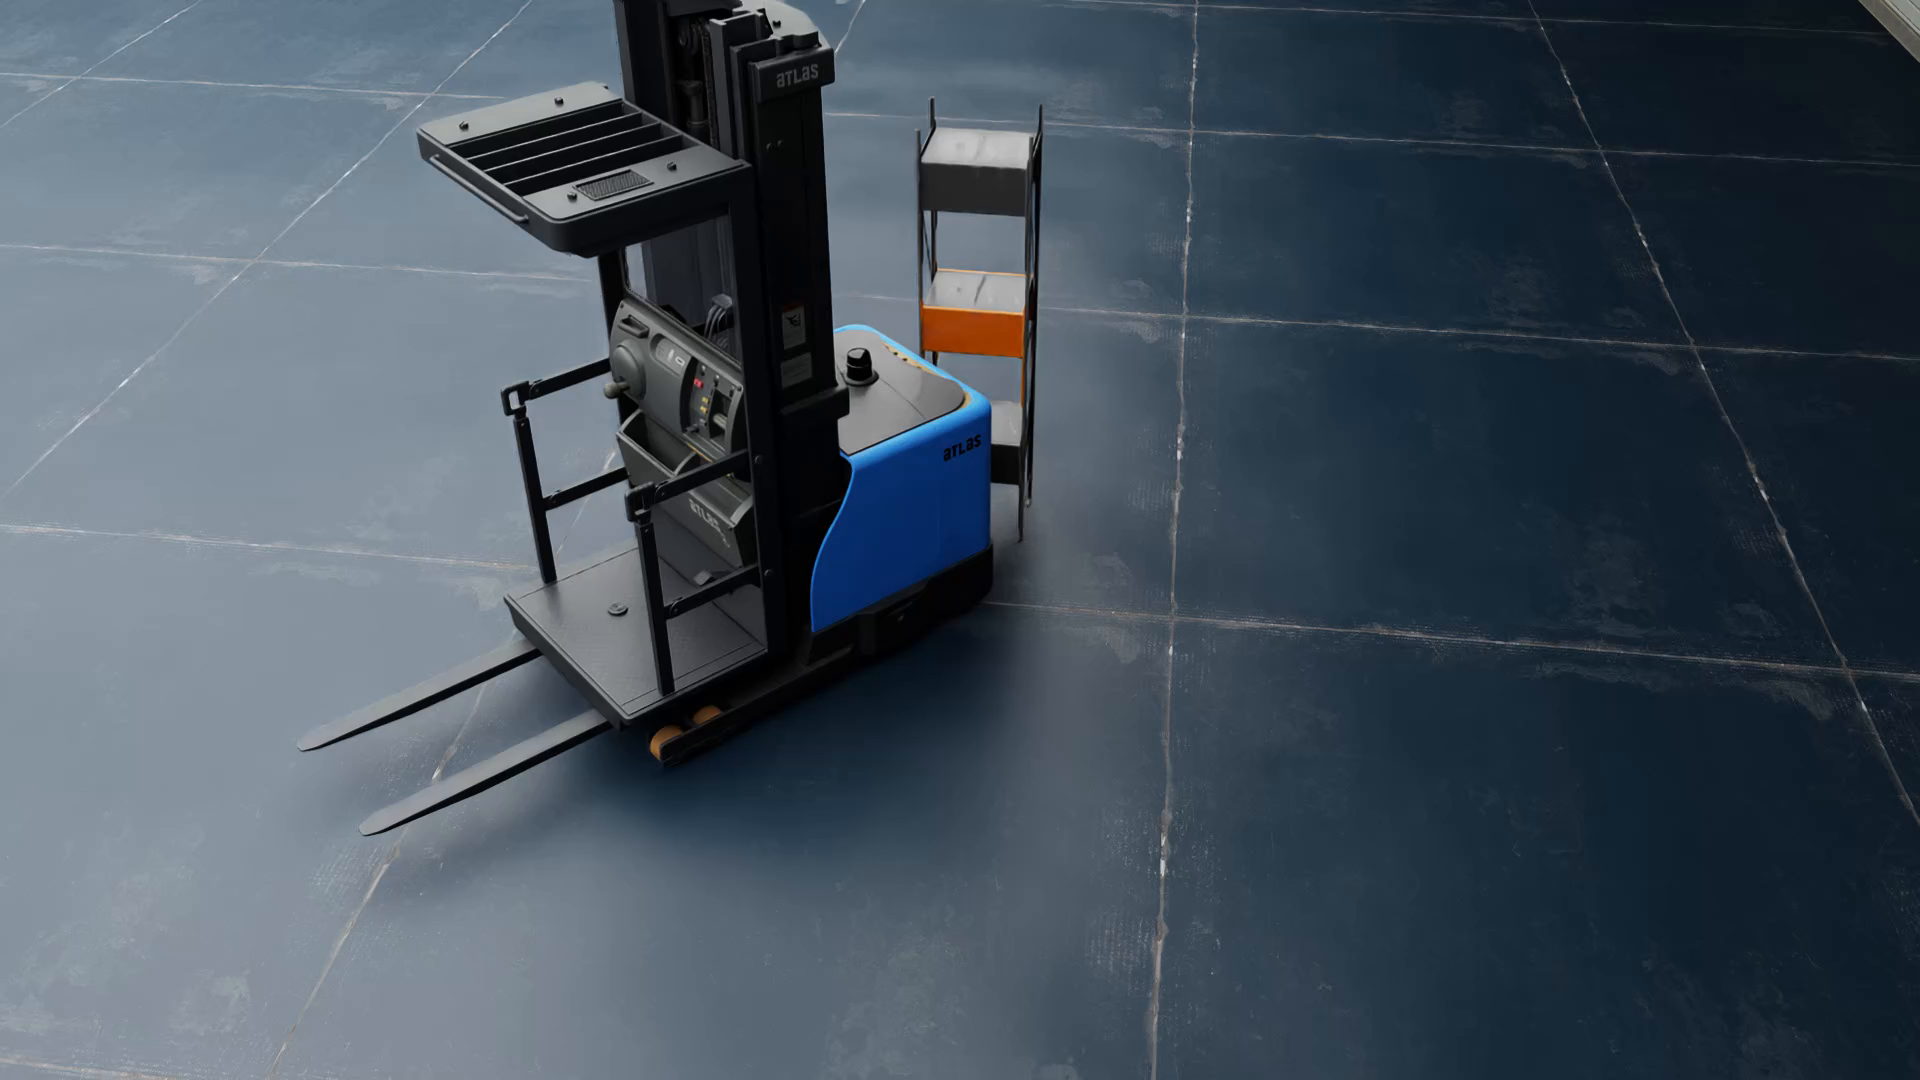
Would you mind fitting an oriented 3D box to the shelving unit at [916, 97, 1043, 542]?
[{"bbox_3d":[0.089,-0.982,7.818,0.503,2.100,0.431,5,36,7],"label":"shelving unit"}]

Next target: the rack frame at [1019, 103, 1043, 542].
[{"bbox_3d":[0.331,-0.960,7.788,0.015,2.100,0.400,5,36,7],"label":"rack frame"}]

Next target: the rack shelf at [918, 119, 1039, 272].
[{"bbox_3d":[0.089,-1.541,7.420,0.480,0.518,0.431,5,36,7],"label":"rack shelf"}]

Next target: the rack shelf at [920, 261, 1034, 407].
[{"bbox_3d":[0.089,-0.971,7.826,0.480,0.518,0.431,5,36,7],"label":"rack shelf"}]

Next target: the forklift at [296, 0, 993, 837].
[{"bbox_3d":[-1.304,-0.600,6.568,3.031,2.935,1.130,-26,43,-31],"label":"forklift"}]

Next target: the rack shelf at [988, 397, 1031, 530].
[{"bbox_3d":[0.089,-0.401,8.233,0.480,0.518,0.431,5,36,7],"label":"rack shelf"}]

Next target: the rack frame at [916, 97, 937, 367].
[{"bbox_3d":[-0.152,-1.004,7.849,0.015,2.100,0.400,5,36,7],"label":"rack frame"}]
